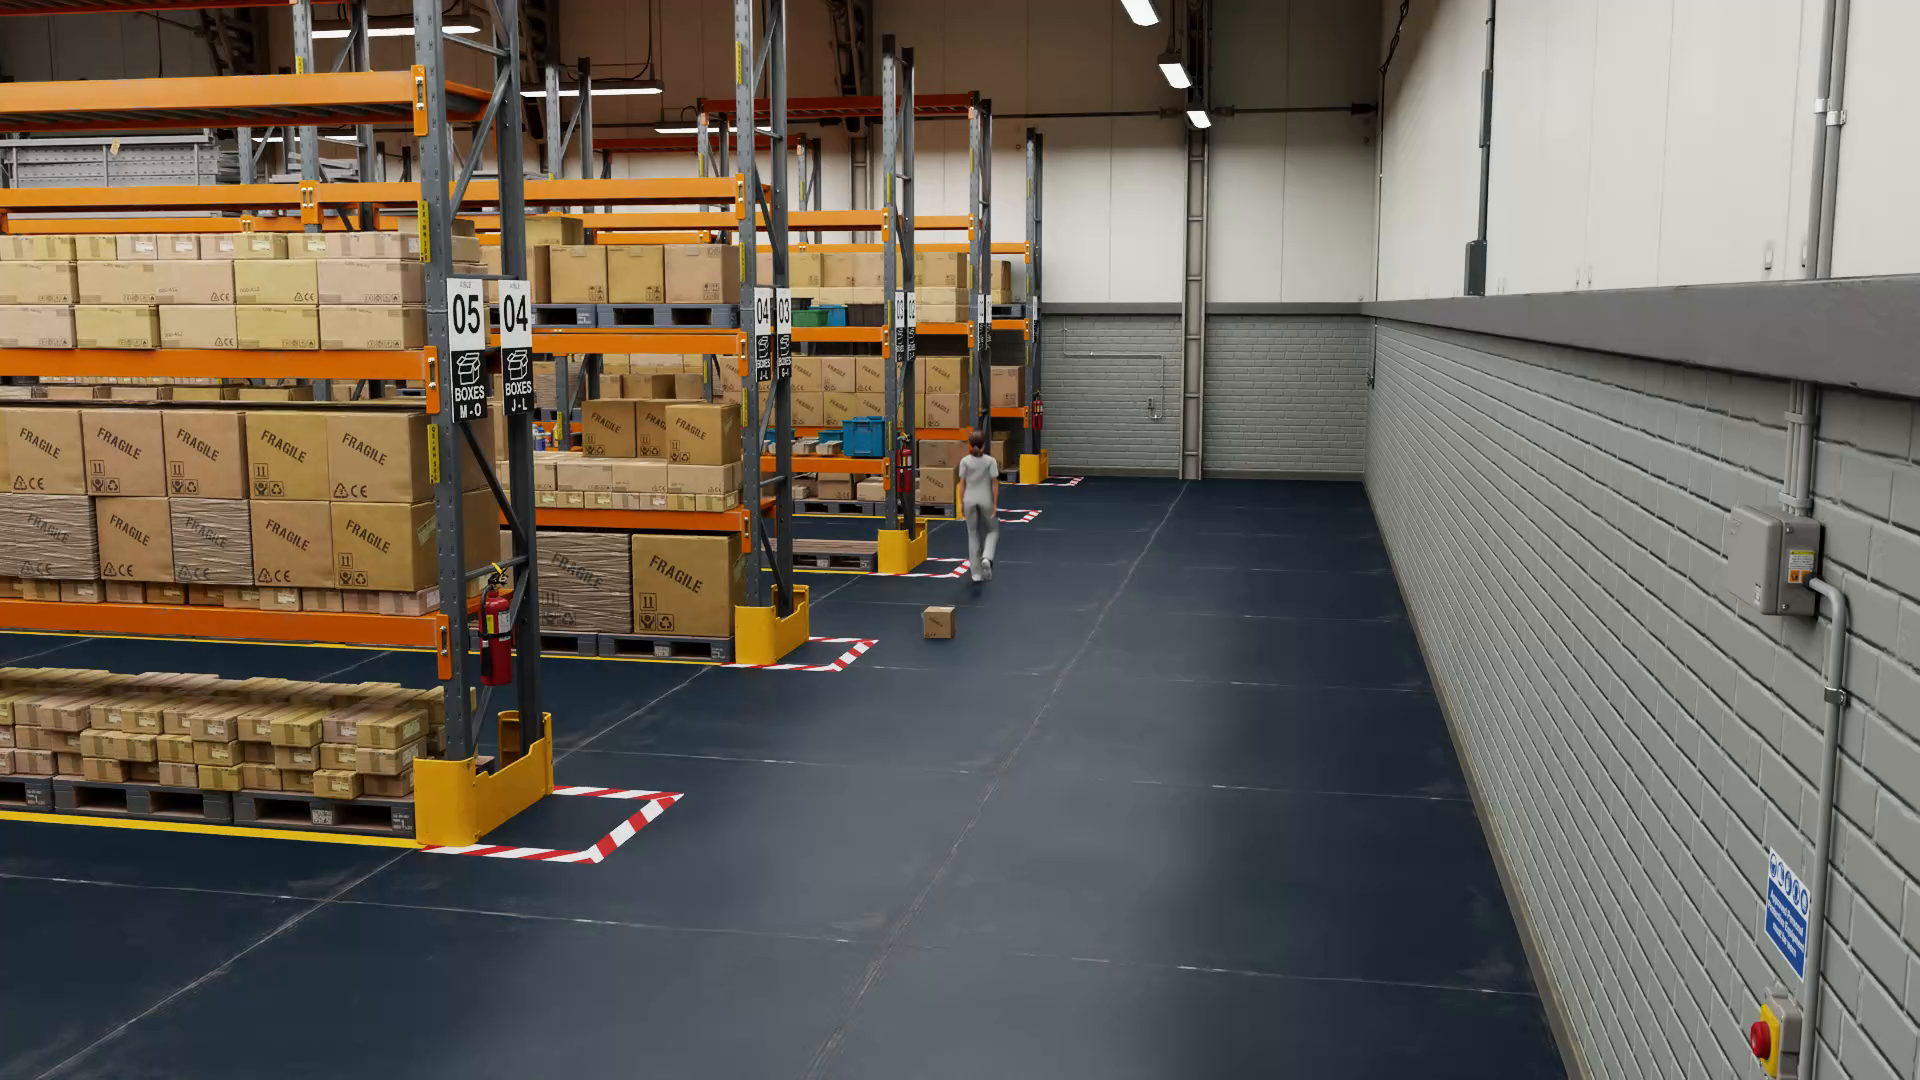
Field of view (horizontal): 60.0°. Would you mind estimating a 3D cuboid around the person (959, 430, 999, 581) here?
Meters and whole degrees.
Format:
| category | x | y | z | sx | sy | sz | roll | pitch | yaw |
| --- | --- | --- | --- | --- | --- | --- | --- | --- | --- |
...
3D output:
| category | x | y | z | sx | sy | sz | roll | pitch | yaw |
| --- | --- | --- | --- | --- | --- | --- | --- | --- | --- |
| person | 0.214 | -0.380 | 18.369 | 0.444 | 1.658 | 0.456 | 1 | 8 | 5 |
